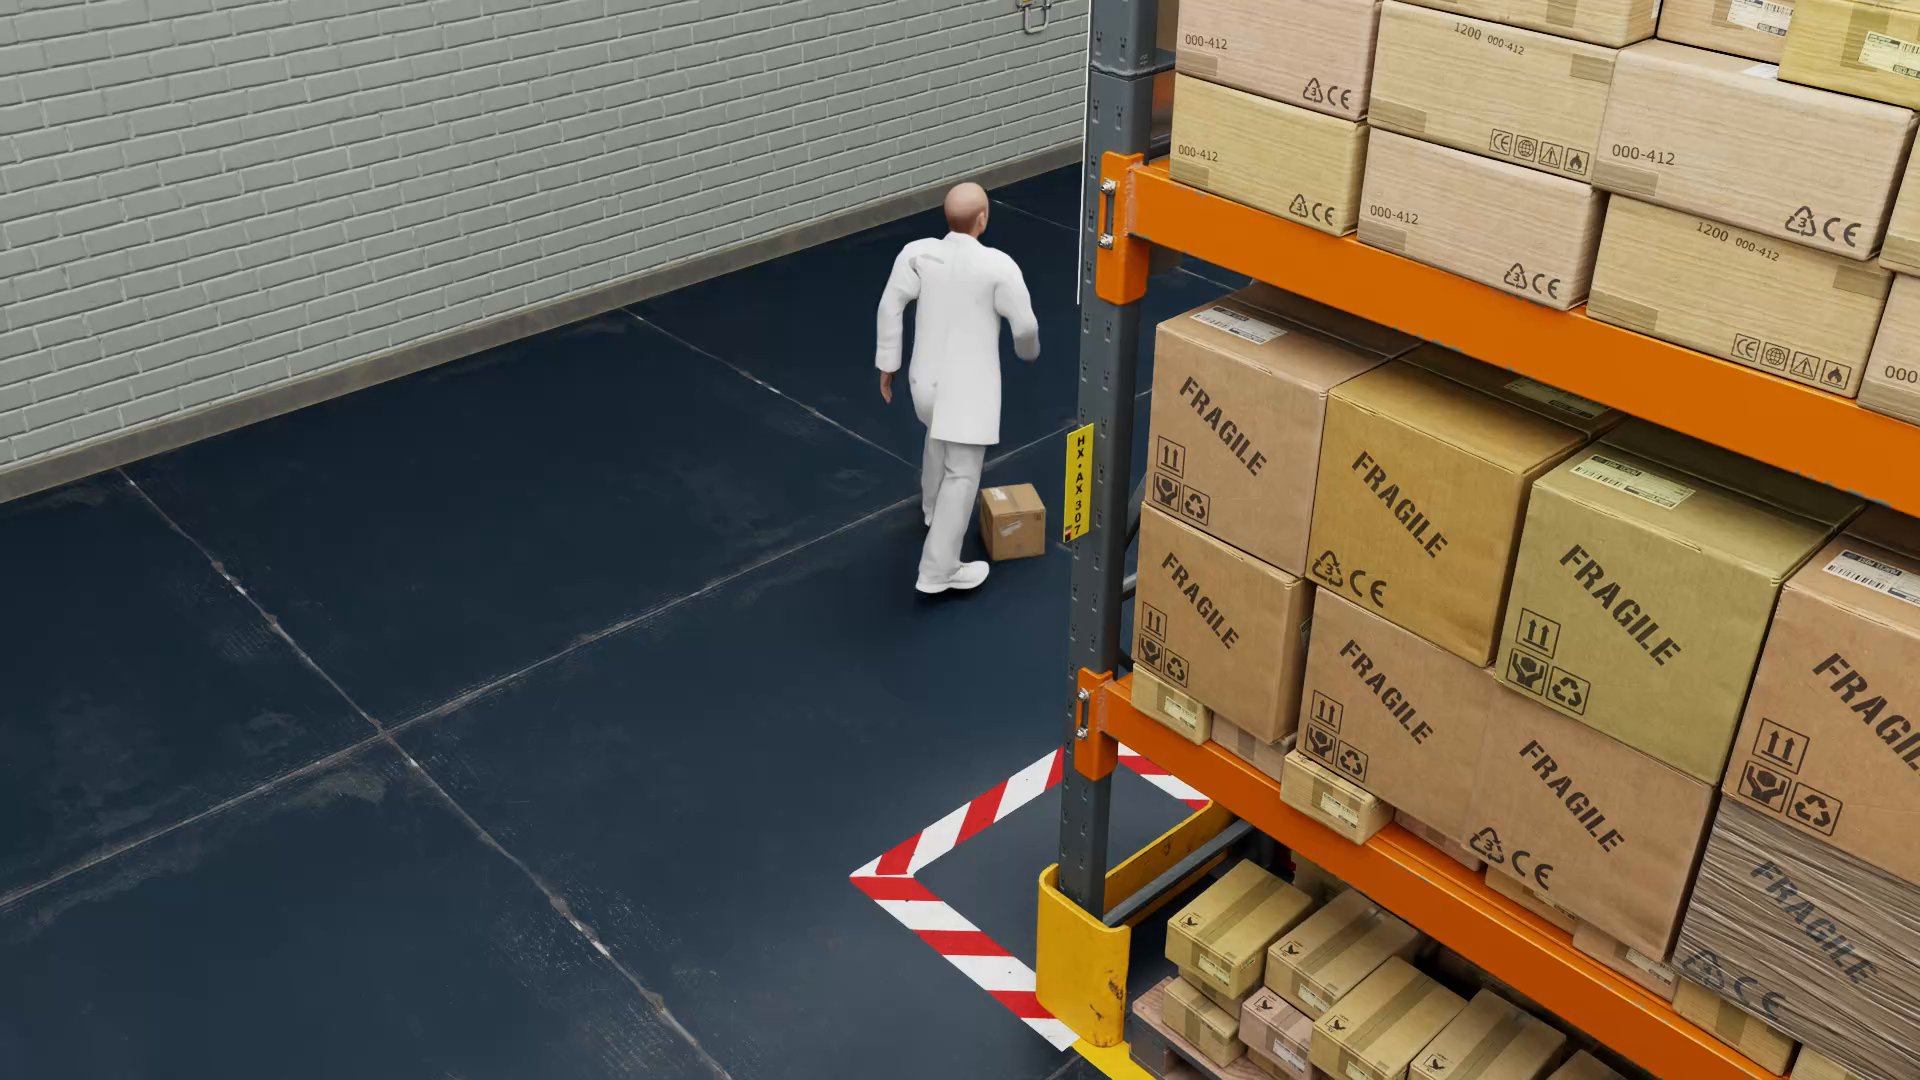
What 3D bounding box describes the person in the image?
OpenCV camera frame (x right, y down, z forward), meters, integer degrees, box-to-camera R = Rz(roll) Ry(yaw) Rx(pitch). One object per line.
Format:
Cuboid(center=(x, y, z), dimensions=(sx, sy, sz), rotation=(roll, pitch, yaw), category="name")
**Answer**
Cuboid(center=(-0.041, -0.665, 7.305), dimensions=(0.706, 1.662, 0.912), rotation=(17, 35, 26), category="person")
